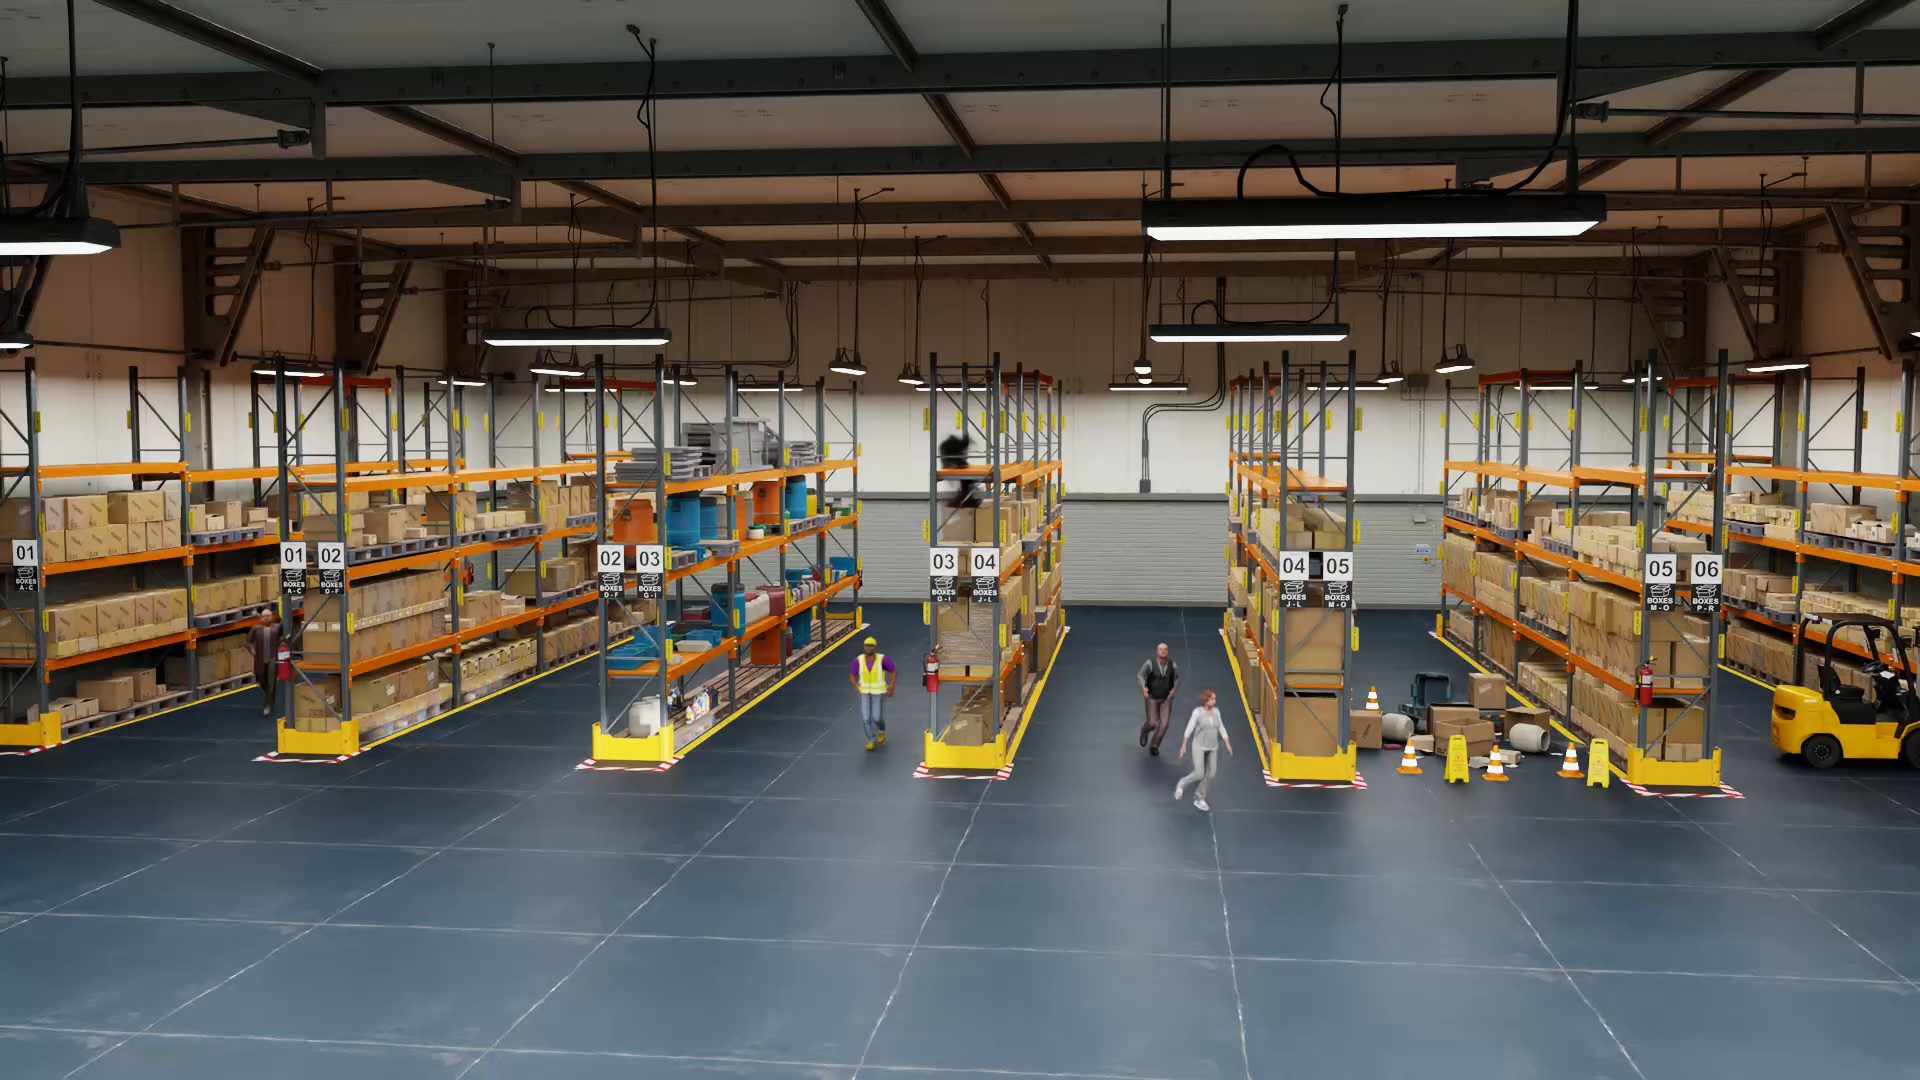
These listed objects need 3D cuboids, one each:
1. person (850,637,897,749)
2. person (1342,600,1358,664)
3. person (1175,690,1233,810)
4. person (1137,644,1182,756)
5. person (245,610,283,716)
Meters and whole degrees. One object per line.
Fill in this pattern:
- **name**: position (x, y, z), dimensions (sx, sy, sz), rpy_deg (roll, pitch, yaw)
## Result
- **person**: position (-1.345, 2.341, 25.440), dimensions (0.715, 1.718, 0.615), rpy_deg (0, 4, 7)
- **person**: position (7.921, 1.781, 34.395), dimensions (0.604, 1.610, 0.577), rpy_deg (0, 4, 3)
- **person**: position (3.144, 2.710, 21.496), dimensions (0.579, 1.576, 0.625), rpy_deg (-2, 5, -28)
- **person**: position (3.021, 2.397, 25.128), dimensions (0.684, 1.683, 0.547), rpy_deg (0, 4, -7)
- **person**: position (-11.955, 2.094, 28.723), dimensions (0.714, 1.764, 0.997), rpy_deg (-1, 4, -12)
